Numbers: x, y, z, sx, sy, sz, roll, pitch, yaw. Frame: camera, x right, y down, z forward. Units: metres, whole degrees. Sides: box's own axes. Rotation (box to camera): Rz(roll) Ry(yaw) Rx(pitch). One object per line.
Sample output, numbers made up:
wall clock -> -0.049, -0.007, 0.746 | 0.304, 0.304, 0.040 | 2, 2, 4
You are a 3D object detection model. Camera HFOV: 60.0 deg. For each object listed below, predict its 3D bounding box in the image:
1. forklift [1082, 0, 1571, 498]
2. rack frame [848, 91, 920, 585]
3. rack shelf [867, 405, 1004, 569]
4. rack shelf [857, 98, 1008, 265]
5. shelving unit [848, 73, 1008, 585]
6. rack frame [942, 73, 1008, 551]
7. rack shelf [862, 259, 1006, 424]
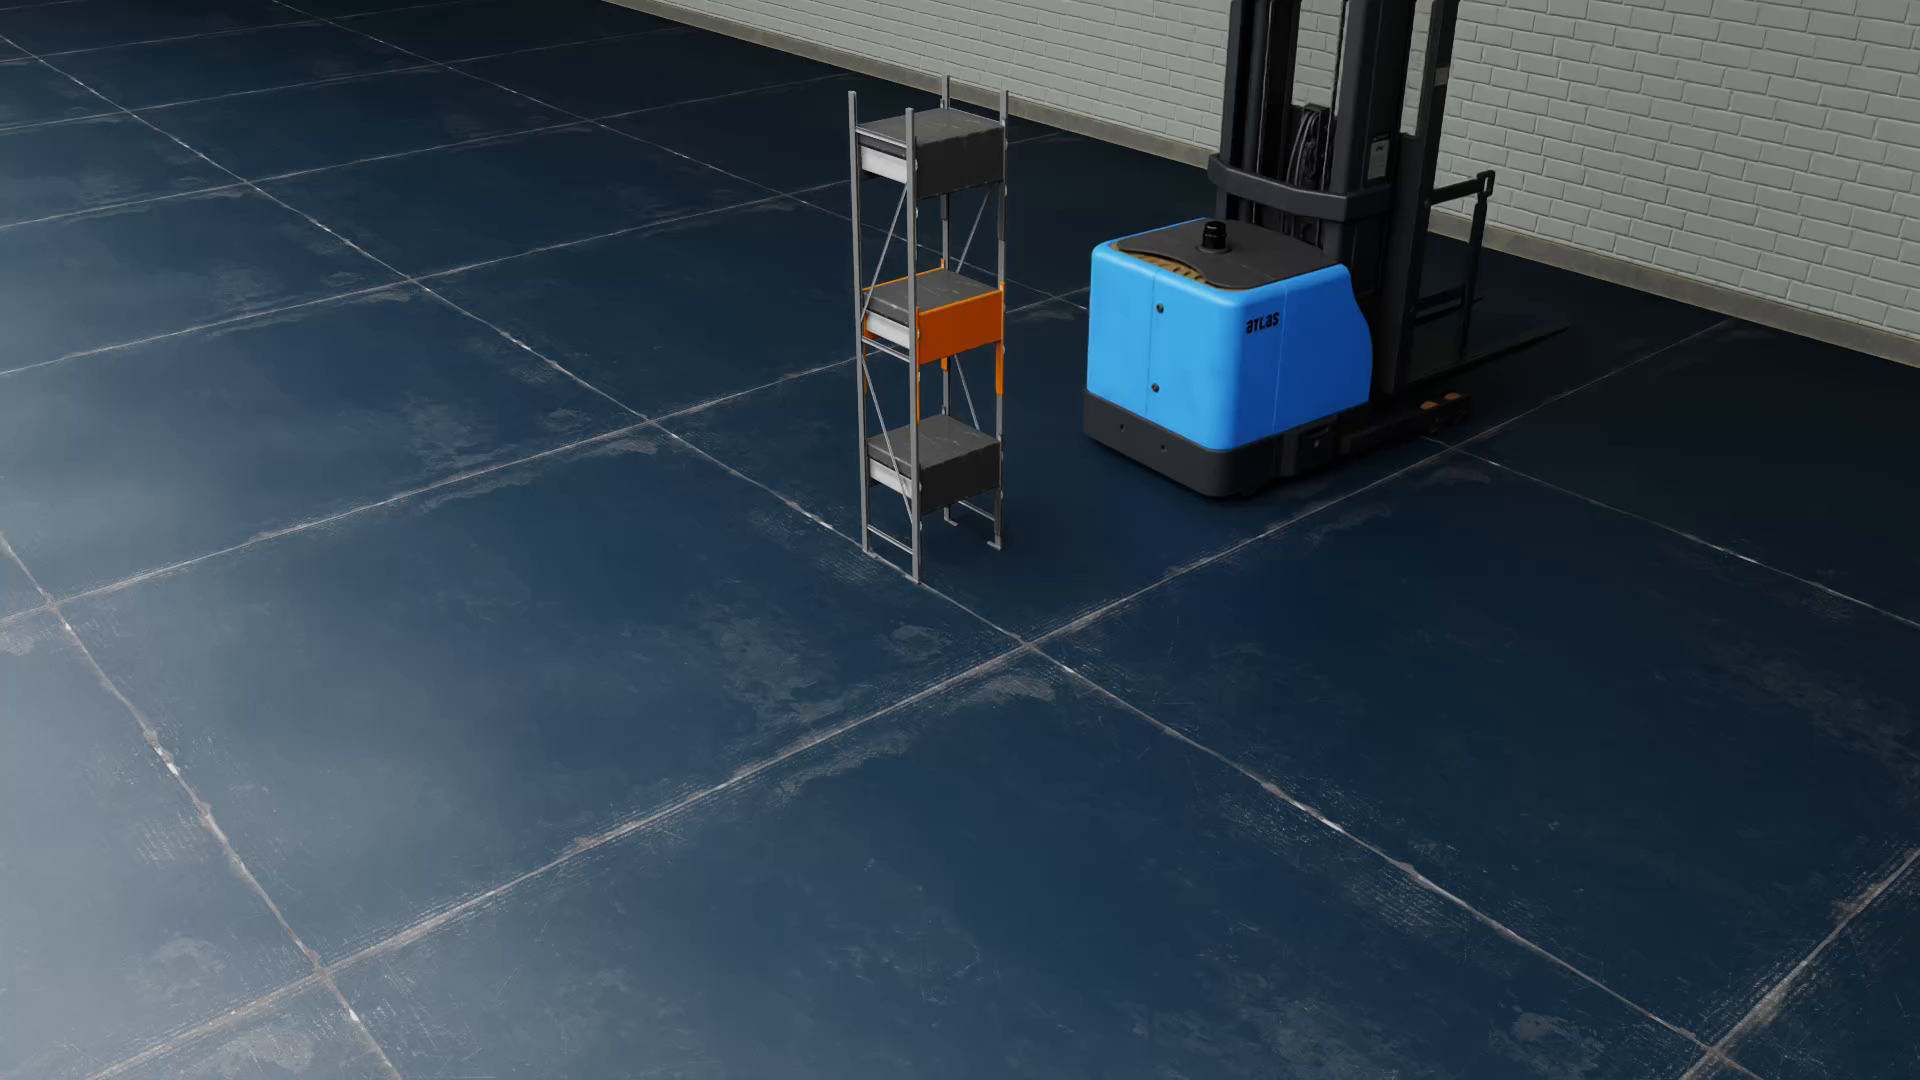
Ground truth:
forklift -> 2.120, -2.040, 8.458 | 3.031, 2.935, 1.130 | -19, 34, -32
rack frame -> -0.312, -0.801, 7.021 | 0.015, 2.100, 0.400 | -22, 35, -35
rack shelf -> -0.126, -0.246, 7.497 | 0.480, 0.518, 0.431 | -22, 35, -35
rack shelf -> -0.126, -1.481, 6.837 | 0.480, 0.518, 0.431 | -22, 35, -35
shelving unit -> -0.126, -0.875, 7.160 | 0.503, 2.100, 0.431 | -22, 35, -35
rack frame -> 0.060, -0.950, 7.300 | 0.015, 2.100, 0.400 | -22, 35, -35
rack shelf -> -0.126, -0.863, 7.167 | 0.480, 0.518, 0.431 | -22, 35, -35
